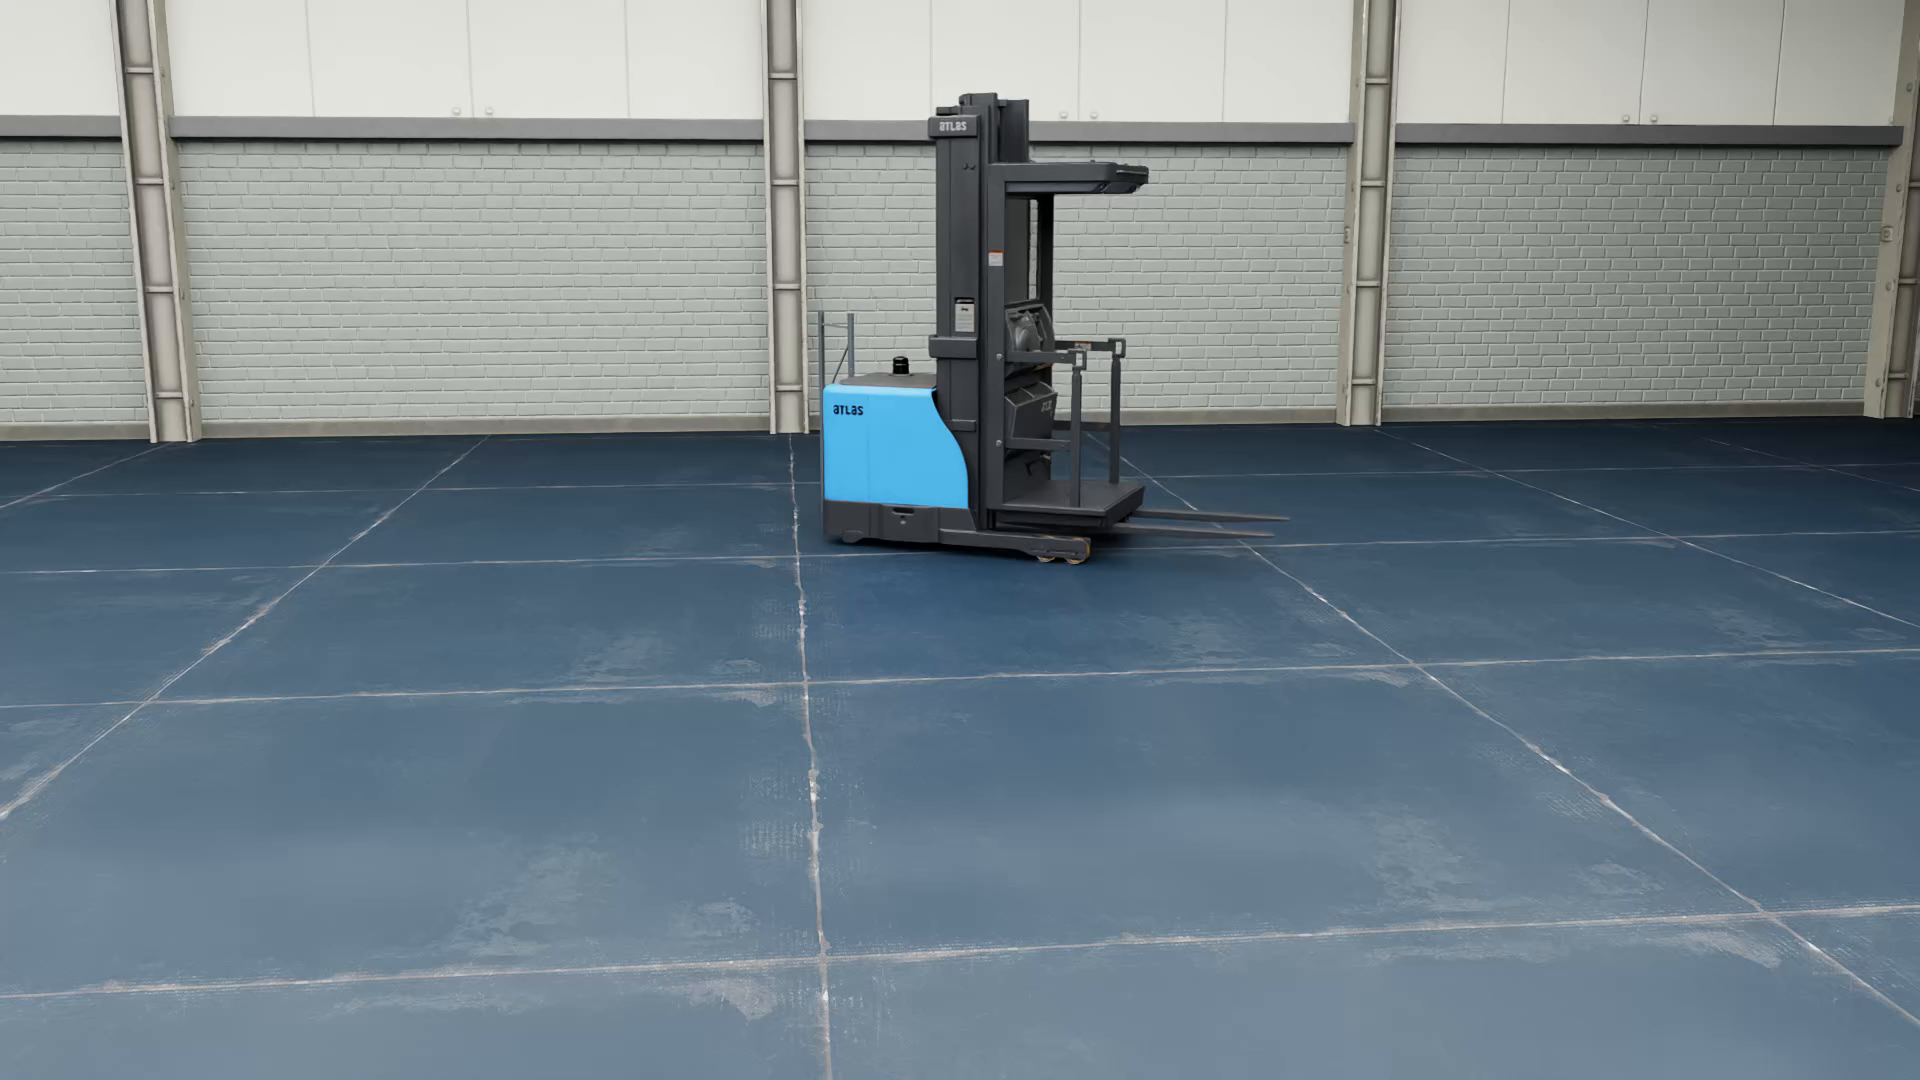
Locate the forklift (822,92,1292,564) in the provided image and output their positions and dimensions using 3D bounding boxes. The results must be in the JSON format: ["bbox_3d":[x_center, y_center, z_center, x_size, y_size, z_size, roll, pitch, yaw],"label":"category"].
[{"bbox_3d":[0.647,-1.401,10.896,3.031,2.935,1.130,4,12,19],"label":"forklift"}]

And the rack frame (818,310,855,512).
[{"bbox_3d":[-0.894,-0.907,12.096,0.032,1.500,0.500,-7,13,-31],"label":"rack frame"}]

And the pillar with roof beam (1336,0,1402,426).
[{"bbox_3d":[4.689,-4.823,12.572,0.400,9.000,9.100,-1,11,-6],"label":"pillar with roof beam"}]

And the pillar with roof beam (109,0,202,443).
[{"bbox_3d":[-7.241,-4.573,11.300,0.400,9.000,9.100,-1,11,-6],"label":"pillar with roof beam"}]

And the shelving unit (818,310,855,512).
[{"bbox_3d":[-0.463,-0.959,12.360,1.048,1.500,0.538,-7,13,-31],"label":"shelving unit"}]

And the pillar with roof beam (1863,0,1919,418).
[{"bbox_3d":[10.654,-4.948,13.208,0.400,9.000,9.100,-1,11,-6],"label":"pillar with roof beam"}]

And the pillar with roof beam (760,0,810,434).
[{"bbox_3d":[-1.276,-4.698,11.936,0.400,9.000,9.100,-1,11,-6],"label":"pillar with roof beam"}]
